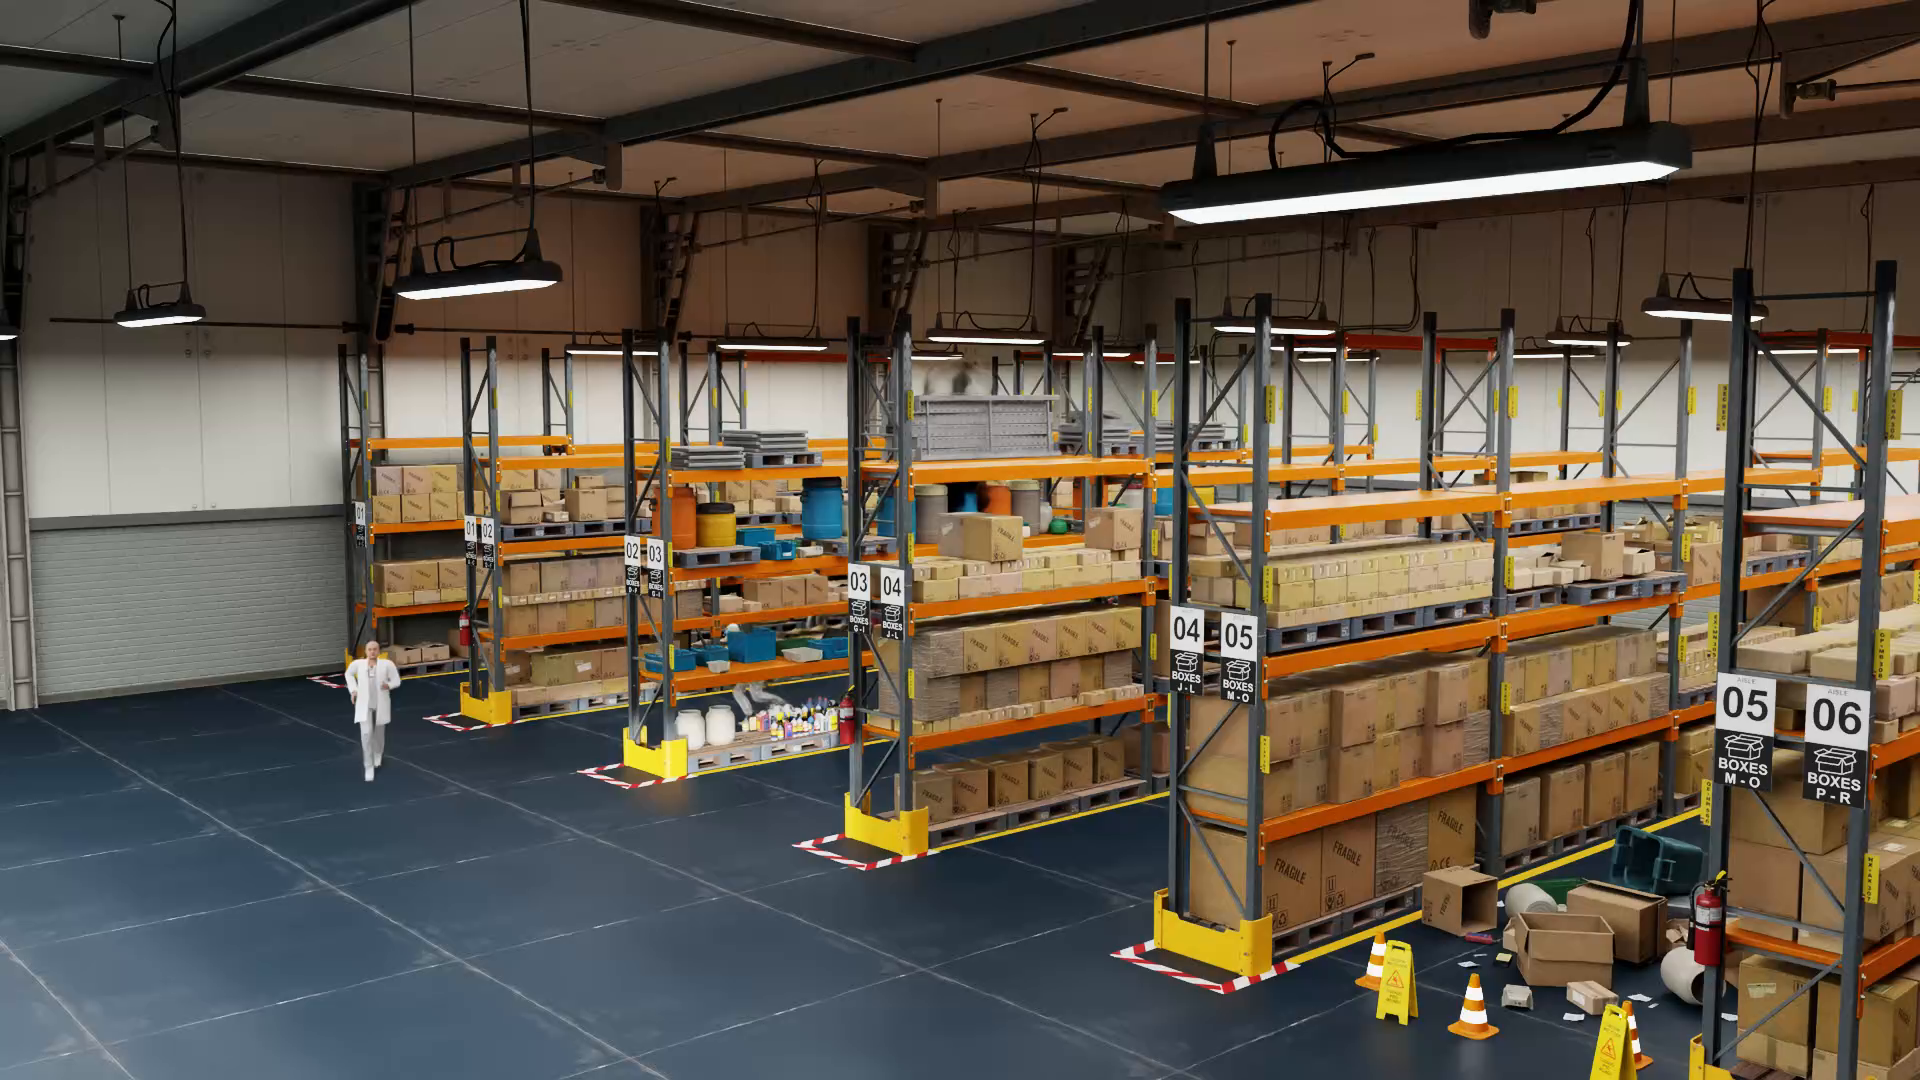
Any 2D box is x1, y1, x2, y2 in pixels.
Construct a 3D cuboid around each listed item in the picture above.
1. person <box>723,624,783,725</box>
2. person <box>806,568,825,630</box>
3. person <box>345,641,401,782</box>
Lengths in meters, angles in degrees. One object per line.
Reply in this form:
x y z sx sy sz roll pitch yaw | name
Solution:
-3.204 2.067 25.854 1.079 1.613 0.687 -4 7 -40 | person
-2.807 1.382 32.883 0.574 1.666 0.869 5 7 44 | person
-7.906 2.259 22.423 0.700 1.816 1.008 -2 5 -20 | person
